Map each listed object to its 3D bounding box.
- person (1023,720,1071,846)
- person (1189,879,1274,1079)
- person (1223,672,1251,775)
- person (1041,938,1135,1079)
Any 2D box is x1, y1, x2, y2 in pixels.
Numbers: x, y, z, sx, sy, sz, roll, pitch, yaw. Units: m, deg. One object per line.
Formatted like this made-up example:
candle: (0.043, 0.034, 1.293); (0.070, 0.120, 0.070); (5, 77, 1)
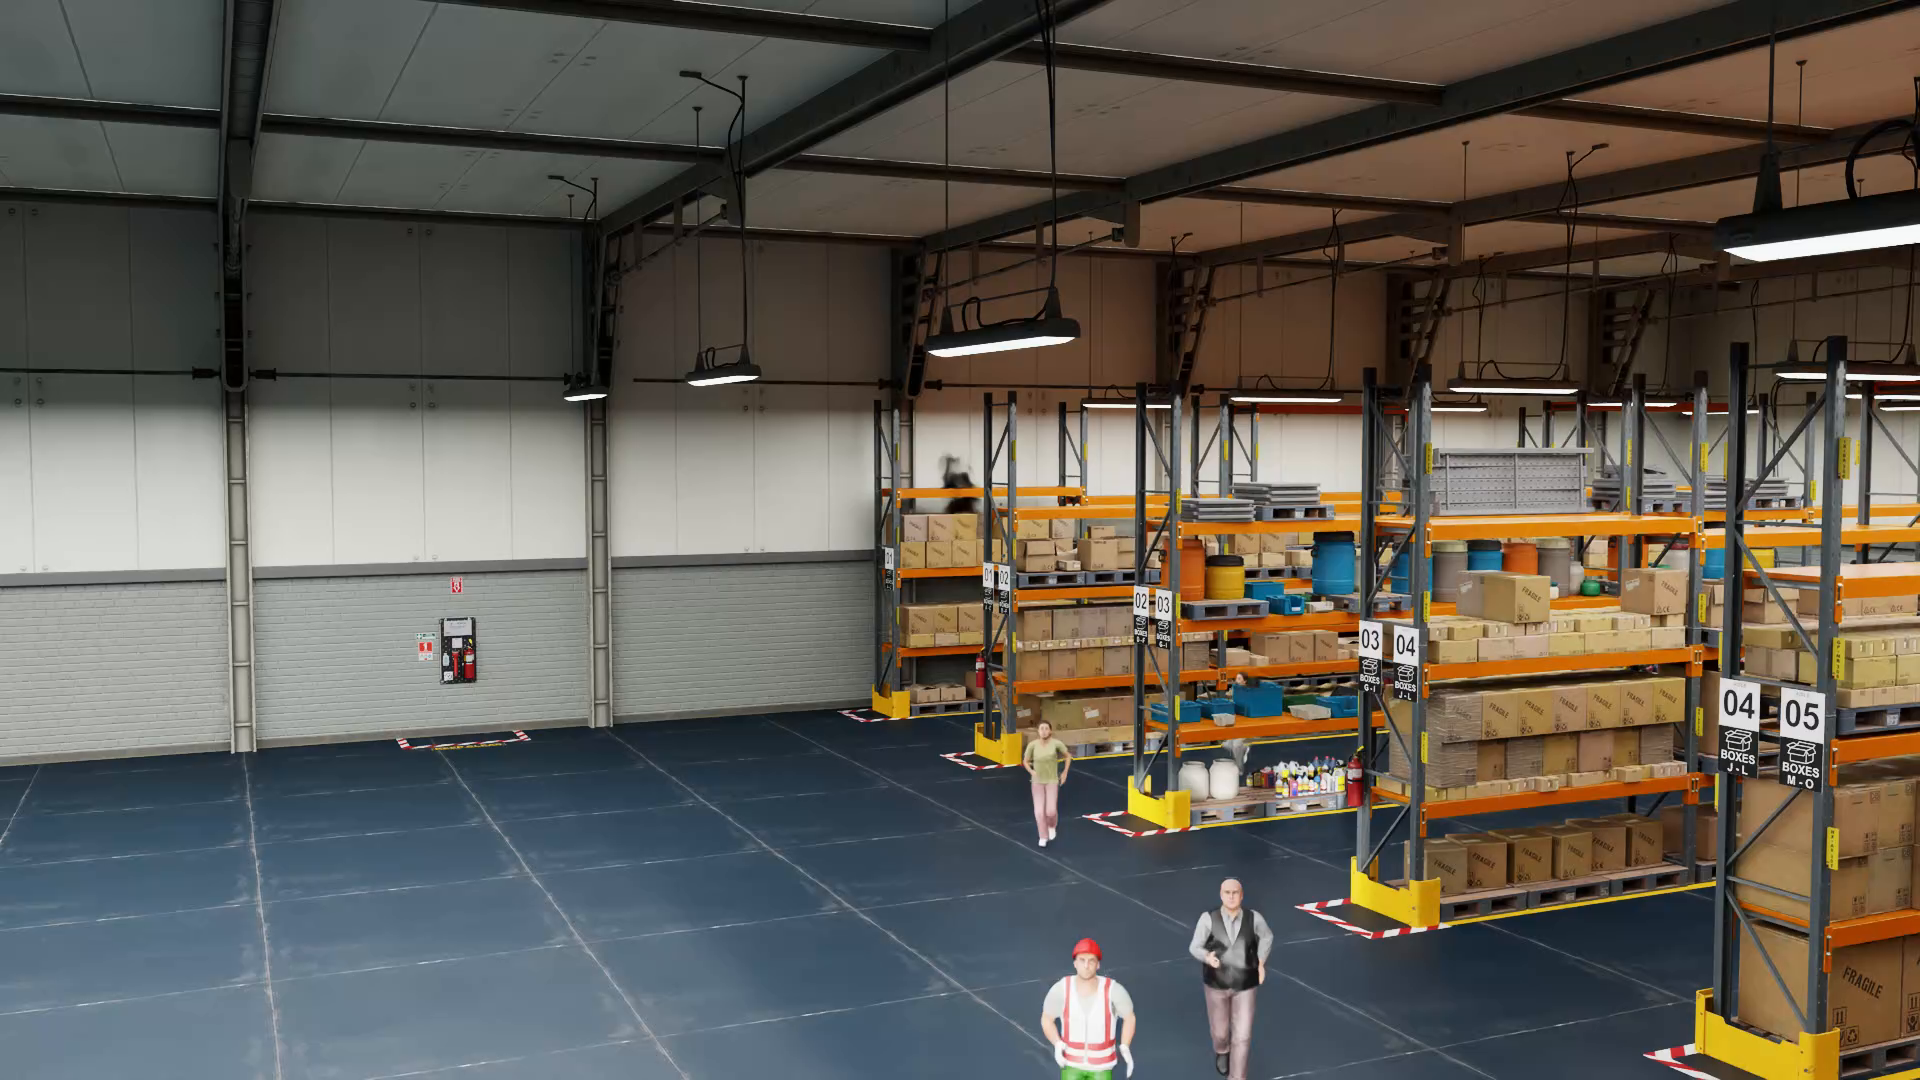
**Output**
person: (1.105, 3.107, 21.282); (0.607, 1.627, 0.559); (0, 3, 6)
person: (2.131, 3.518, 13.068); (0.660, 1.713, 0.955); (1, 3, 9)
person: (4.359, 2.852, 25.835); (0.569, 1.621, 0.564); (-3, 4, -39)
person: (0.882, 3.597, 11.536); (0.657, 1.679, 0.601); (0, 3, 8)
